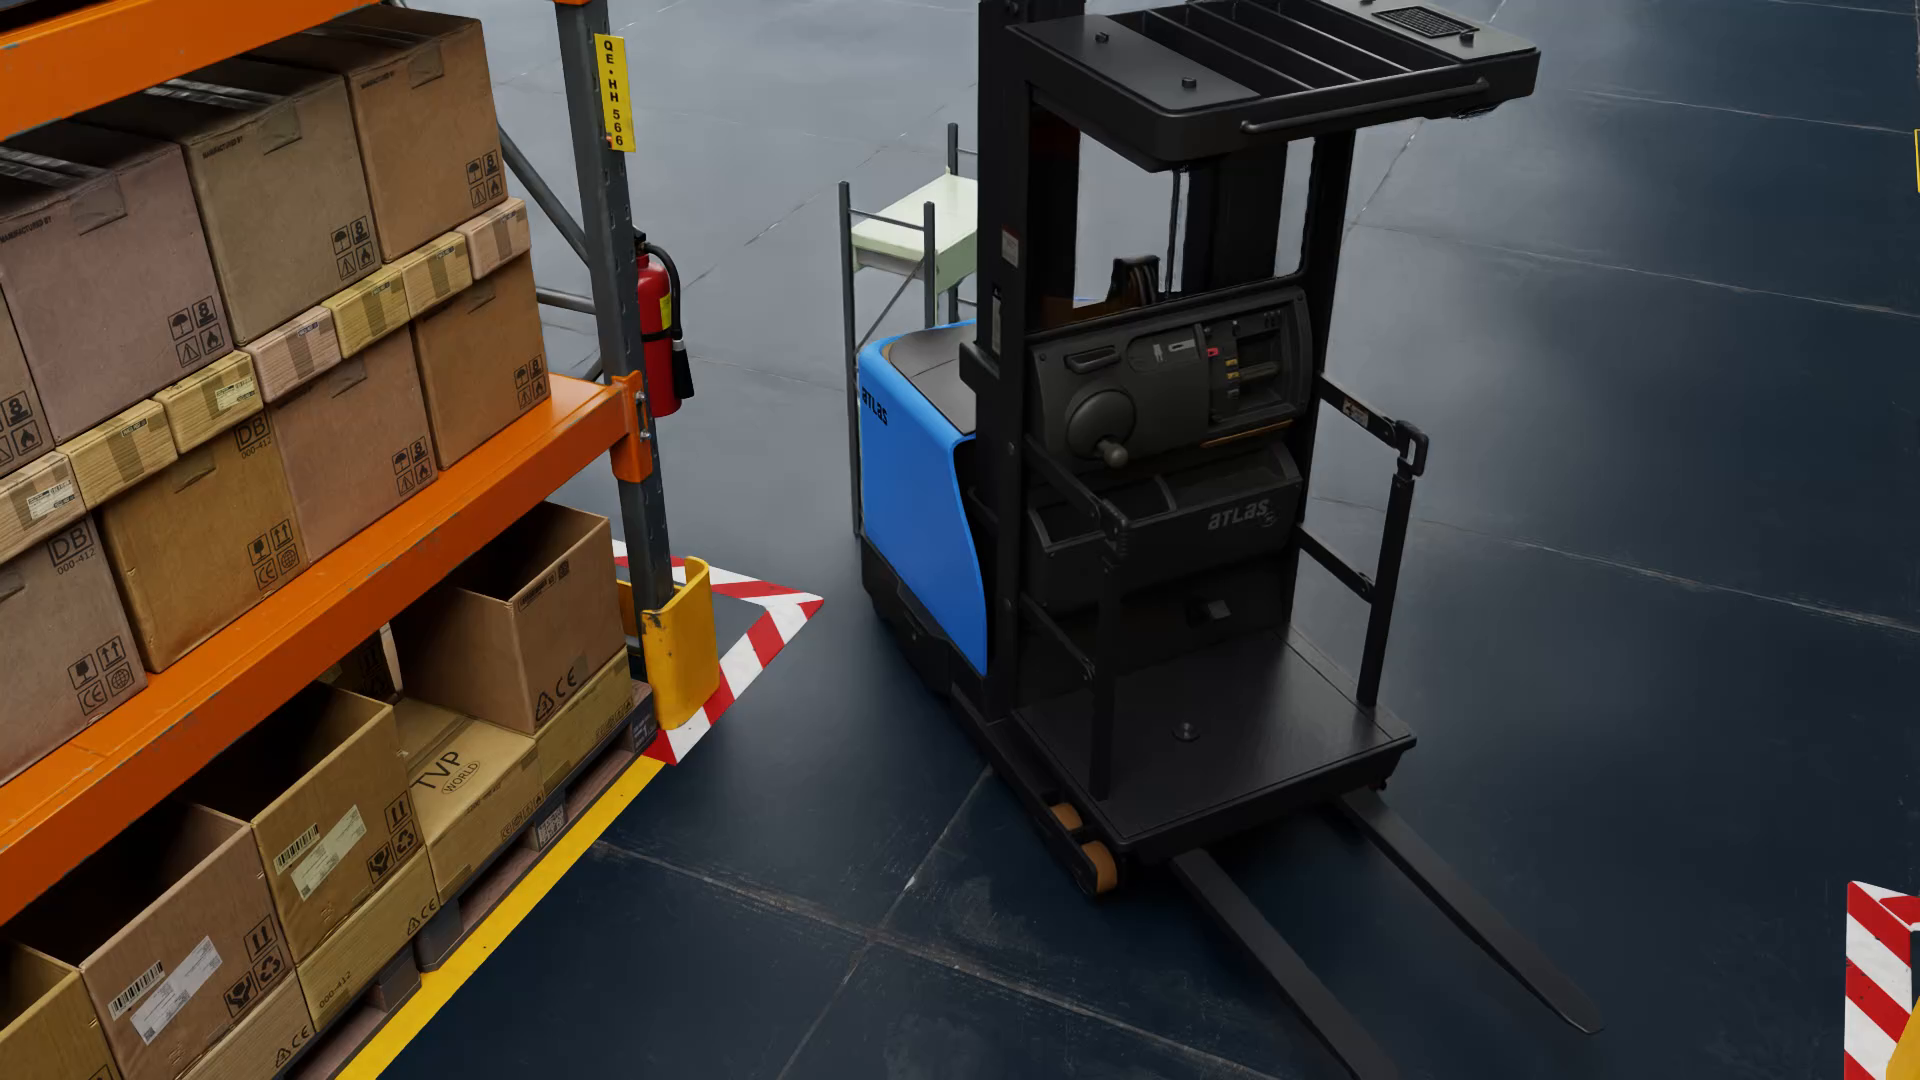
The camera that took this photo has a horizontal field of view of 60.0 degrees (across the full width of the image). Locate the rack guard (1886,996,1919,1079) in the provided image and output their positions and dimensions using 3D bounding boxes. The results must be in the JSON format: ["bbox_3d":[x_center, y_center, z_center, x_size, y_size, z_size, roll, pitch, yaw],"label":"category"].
[{"bbox_3d":[3.018,1.425,4.121,1.175,0.500,0.348,14,36,20],"label":"rack guard"}]

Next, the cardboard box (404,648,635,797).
[{"bbox_3d":[-1.407,0.517,5.351,0.500,0.250,0.500,14,36,20],"label":"cardboard box"}]

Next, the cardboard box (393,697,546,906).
[{"bbox_3d":[-1.605,0.768,4.967,0.500,0.250,0.500,14,36,20],"label":"cardboard box"}]

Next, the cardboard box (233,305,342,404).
[{"bbox_3d":[-1.760,-0.489,4.077,0.380,0.149,0.250,15,36,21],"label":"cardboard box"}]

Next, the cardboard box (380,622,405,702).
[{"bbox_3d":[-1.877,0.398,5.532,0.500,0.250,0.500,14,36,20],"label":"cardboard box"}]

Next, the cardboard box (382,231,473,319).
[{"bbox_3d":[-1.546,-0.741,4.462,0.380,0.149,0.250,15,36,22],"label":"cardboard box"}]

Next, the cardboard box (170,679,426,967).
[{"bbox_3d":[-1.810,0.705,4.380,0.500,0.500,0.500,14,36,20],"label":"cardboard box"}]

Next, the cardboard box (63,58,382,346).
[{"bbox_3d":[-1.895,-0.858,4.048,0.700,0.500,0.500,13,36,19],"label":"cardboard box"}]

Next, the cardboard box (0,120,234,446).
[{"bbox_3d":[-2.105,-0.607,3.665,0.700,0.500,0.500,14,36,21],"label":"cardboard box"}]

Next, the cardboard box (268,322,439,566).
[{"bbox_3d":[-1.873,-0.342,4.445,0.700,0.500,0.500,15,36,22],"label":"cardboard box"}]

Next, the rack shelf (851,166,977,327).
[{"bbox_3d":[-0.068,-1.102,6.351,0.431,0.370,0.720,19,38,26],"label":"rack shelf"}]

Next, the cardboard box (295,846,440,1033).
[{"bbox_3d":[-1.813,1.018,4.587,0.500,0.250,0.500,14,36,20],"label":"cardboard box"}]

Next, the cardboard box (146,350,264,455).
[{"bbox_3d":[-1.870,-0.358,3.878,0.380,0.149,0.250,15,36,22],"label":"cardboard box"}]

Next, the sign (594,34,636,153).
[{"bbox_3d":[-0.964,-1.244,4.640,0.100,0.325,0.005,14,36,20],"label":"sign"}]

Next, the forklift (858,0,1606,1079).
[{"bbox_3d":[0.733,-0.417,4.713,1.130,2.935,3.031,-15,36,-22],"label":"forklift"}]

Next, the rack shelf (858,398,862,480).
[{"bbox_3d":[-0.068,-0.503,6.743,0.431,0.370,0.720,19,38,26],"label":"rack shelf"}]

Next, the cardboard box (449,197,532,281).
[{"bbox_3d":[-1.438,-0.872,4.661,0.380,0.149,0.250,14,36,20],"label":"cardboard box"}]

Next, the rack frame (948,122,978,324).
[{"bbox_3d":[0.127,-0.945,6.824,0.400,1.500,0.023,19,38,26],"label":"rack frame"}]

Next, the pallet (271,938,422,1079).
[{"bbox_3d":[-2.245,1.369,4.469,1.003,0.211,1.213,14,36,20],"label":"pallet"}]

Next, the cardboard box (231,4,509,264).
[{"bbox_3d":[-1.680,-1.121,4.450,0.700,0.500,0.500,14,36,21],"label":"cardboard box"}]

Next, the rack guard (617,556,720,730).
[{"bbox_3d":[-1.441,0.241,5.927,1.175,0.500,0.348,14,36,20],"label":"rack guard"}]

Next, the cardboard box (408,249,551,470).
[{"bbox_3d":[-1.658,-0.605,4.846,0.700,0.500,0.500,14,36,20],"label":"cardboard box"}]

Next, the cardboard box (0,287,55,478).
[{"bbox_3d":[-2.315,-0.357,3.285,0.700,0.500,0.500,14,36,21],"label":"cardboard box"}]

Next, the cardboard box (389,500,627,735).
[{"bbox_3d":[-1.405,0.203,5.145,0.500,0.500,0.500,14,36,20],"label":"cardboard box"}]

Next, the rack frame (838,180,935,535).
[{"bbox_3d":[-0.263,-0.605,6.306,0.400,1.500,0.023,19,38,26],"label":"rack frame"}]

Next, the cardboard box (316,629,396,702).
[{"bbox_3d":[-2.085,0.334,4.946,0.500,0.500,0.500,14,36,20],"label":"cardboard box"}]

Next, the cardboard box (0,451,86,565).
[{"bbox_3d":[-2.085,-0.099,3.482,0.380,0.149,0.250,14,36,20],"label":"cardboard box"}]

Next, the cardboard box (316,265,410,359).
[{"bbox_3d":[-1.653,-0.614,4.267,0.380,0.149,0.250,14,36,20],"label":"cardboard box"}]

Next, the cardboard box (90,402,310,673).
[{"bbox_3d":[-2.086,-0.096,4.070,0.700,0.500,0.500,14,36,21],"label":"cardboard box"}]

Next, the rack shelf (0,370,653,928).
[{"bbox_3d":[-2.288,0.504,3.901,1.077,0.370,4.000,14,36,20],"label":"rack shelf"}]

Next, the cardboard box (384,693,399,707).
[{"bbox_3d":[-2.083,0.648,5.151,0.500,0.250,0.500,14,36,20],"label":"cardboard box"}]

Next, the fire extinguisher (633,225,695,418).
[{"bbox_3d":[-0.980,-0.712,5.172,0.296,0.674,0.183,14,36,20],"label":"fire extinguisher"}]

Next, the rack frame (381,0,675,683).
[{"bbox_3d":[-1.451,-0.793,5.223,1.000,3.000,0.127,14,36,20],"label":"rack frame"}]

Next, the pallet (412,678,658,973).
[{"bbox_3d":[-1.733,0.764,5.392,1.003,0.211,1.213,14,36,20],"label":"pallet"}]

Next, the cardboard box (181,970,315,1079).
[{"bbox_3d":[-2.024,1.266,4.208,0.500,0.250,0.500,14,36,20],"label":"cardboard box"}]

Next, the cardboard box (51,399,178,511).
[{"bbox_3d":[-1.978,-0.226,3.677,0.380,0.149,0.250,15,36,22],"label":"cardboard box"}]

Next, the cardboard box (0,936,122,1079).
[{"bbox_3d":[-2.228,1.203,3.620,0.500,0.500,0.500,14,36,20],"label":"cardboard box"}]

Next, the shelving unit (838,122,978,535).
[{"bbox_3d":[-0.068,-0.775,6.565,0.431,1.500,0.755,19,38,26],"label":"shelving unit"}]

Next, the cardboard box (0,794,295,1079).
[{"bbox_3d":[-2.020,0.954,4.001,0.500,0.500,0.500,14,36,20],"label":"cardboard box"}]

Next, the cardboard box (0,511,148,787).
[{"bbox_3d":[-2.303,0.167,3.669,0.700,0.500,0.500,15,36,22],"label":"cardboard box"}]
